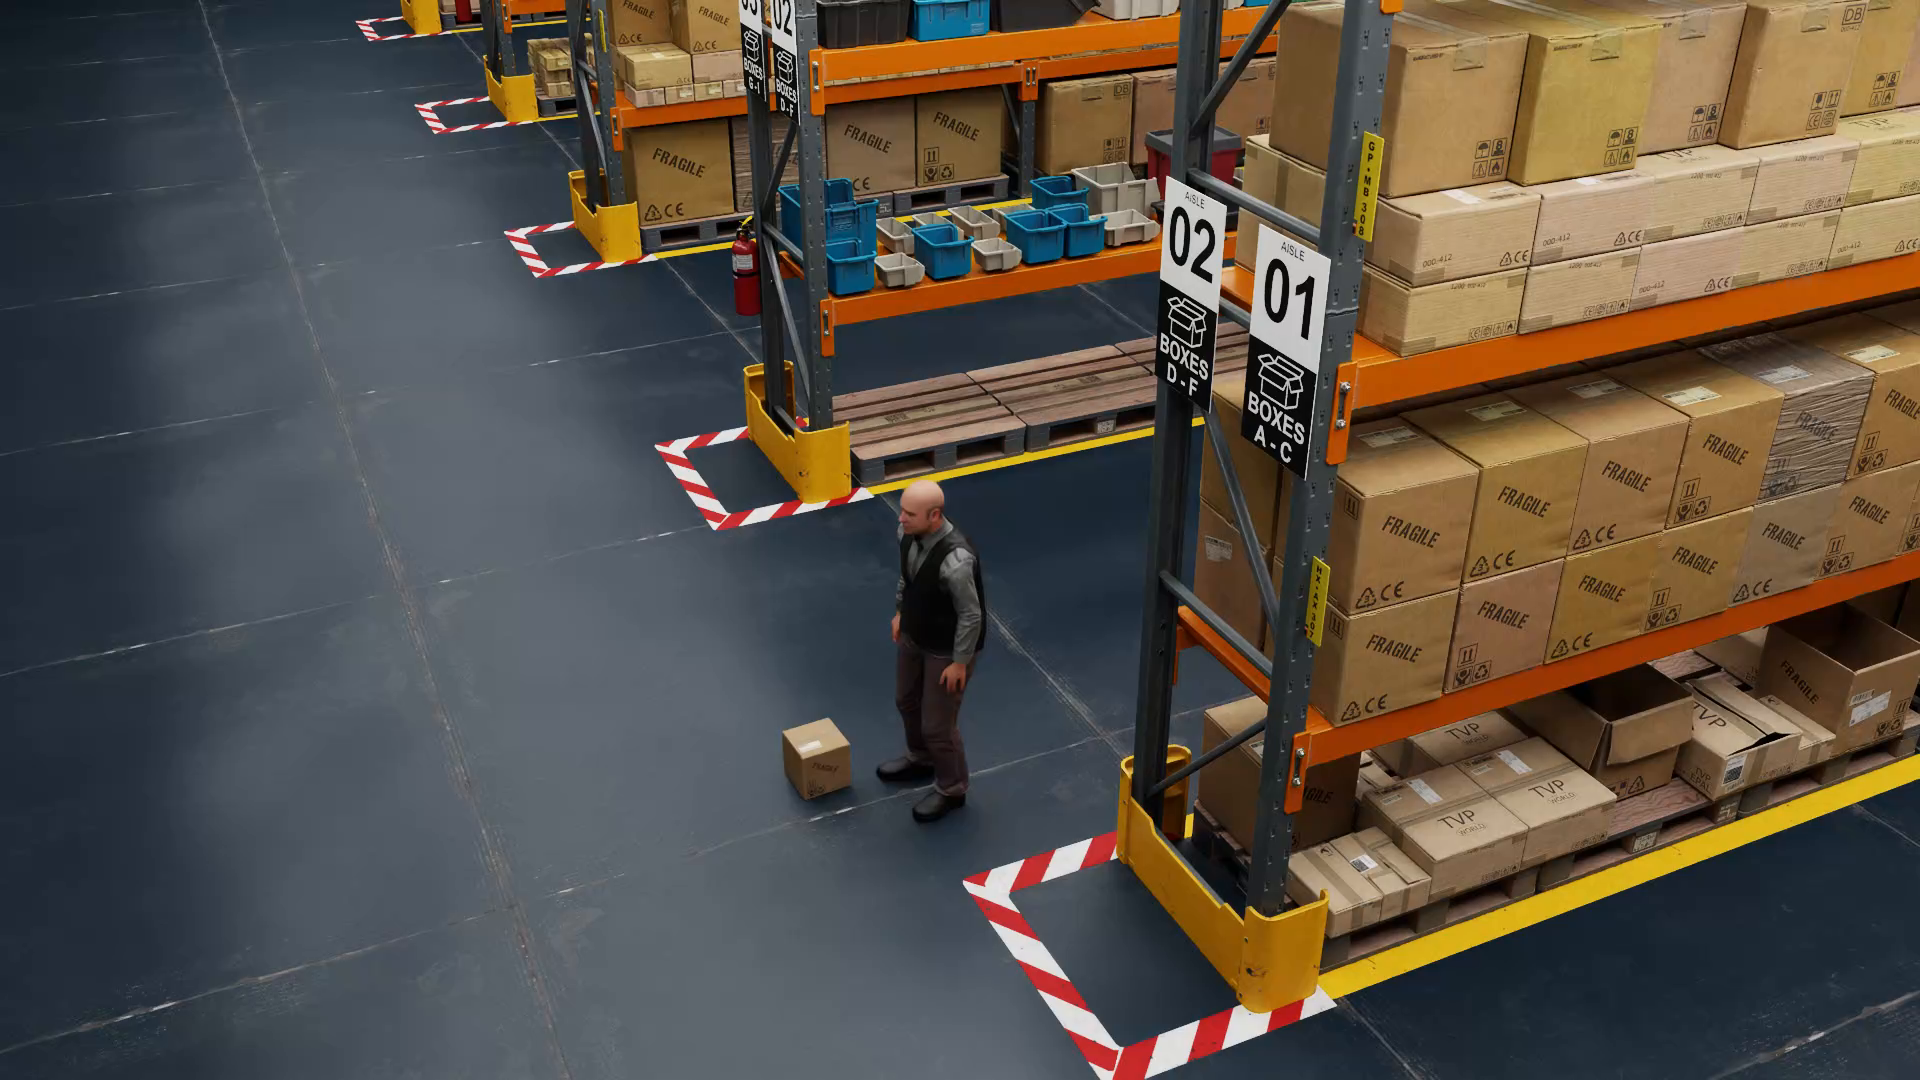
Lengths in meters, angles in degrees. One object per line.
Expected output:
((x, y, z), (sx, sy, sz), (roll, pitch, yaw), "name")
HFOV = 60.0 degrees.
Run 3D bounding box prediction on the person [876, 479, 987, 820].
((-0.108, 0.469, 7.642), (0.423, 1.720, 0.587), (-16, 33, -27), "person")
